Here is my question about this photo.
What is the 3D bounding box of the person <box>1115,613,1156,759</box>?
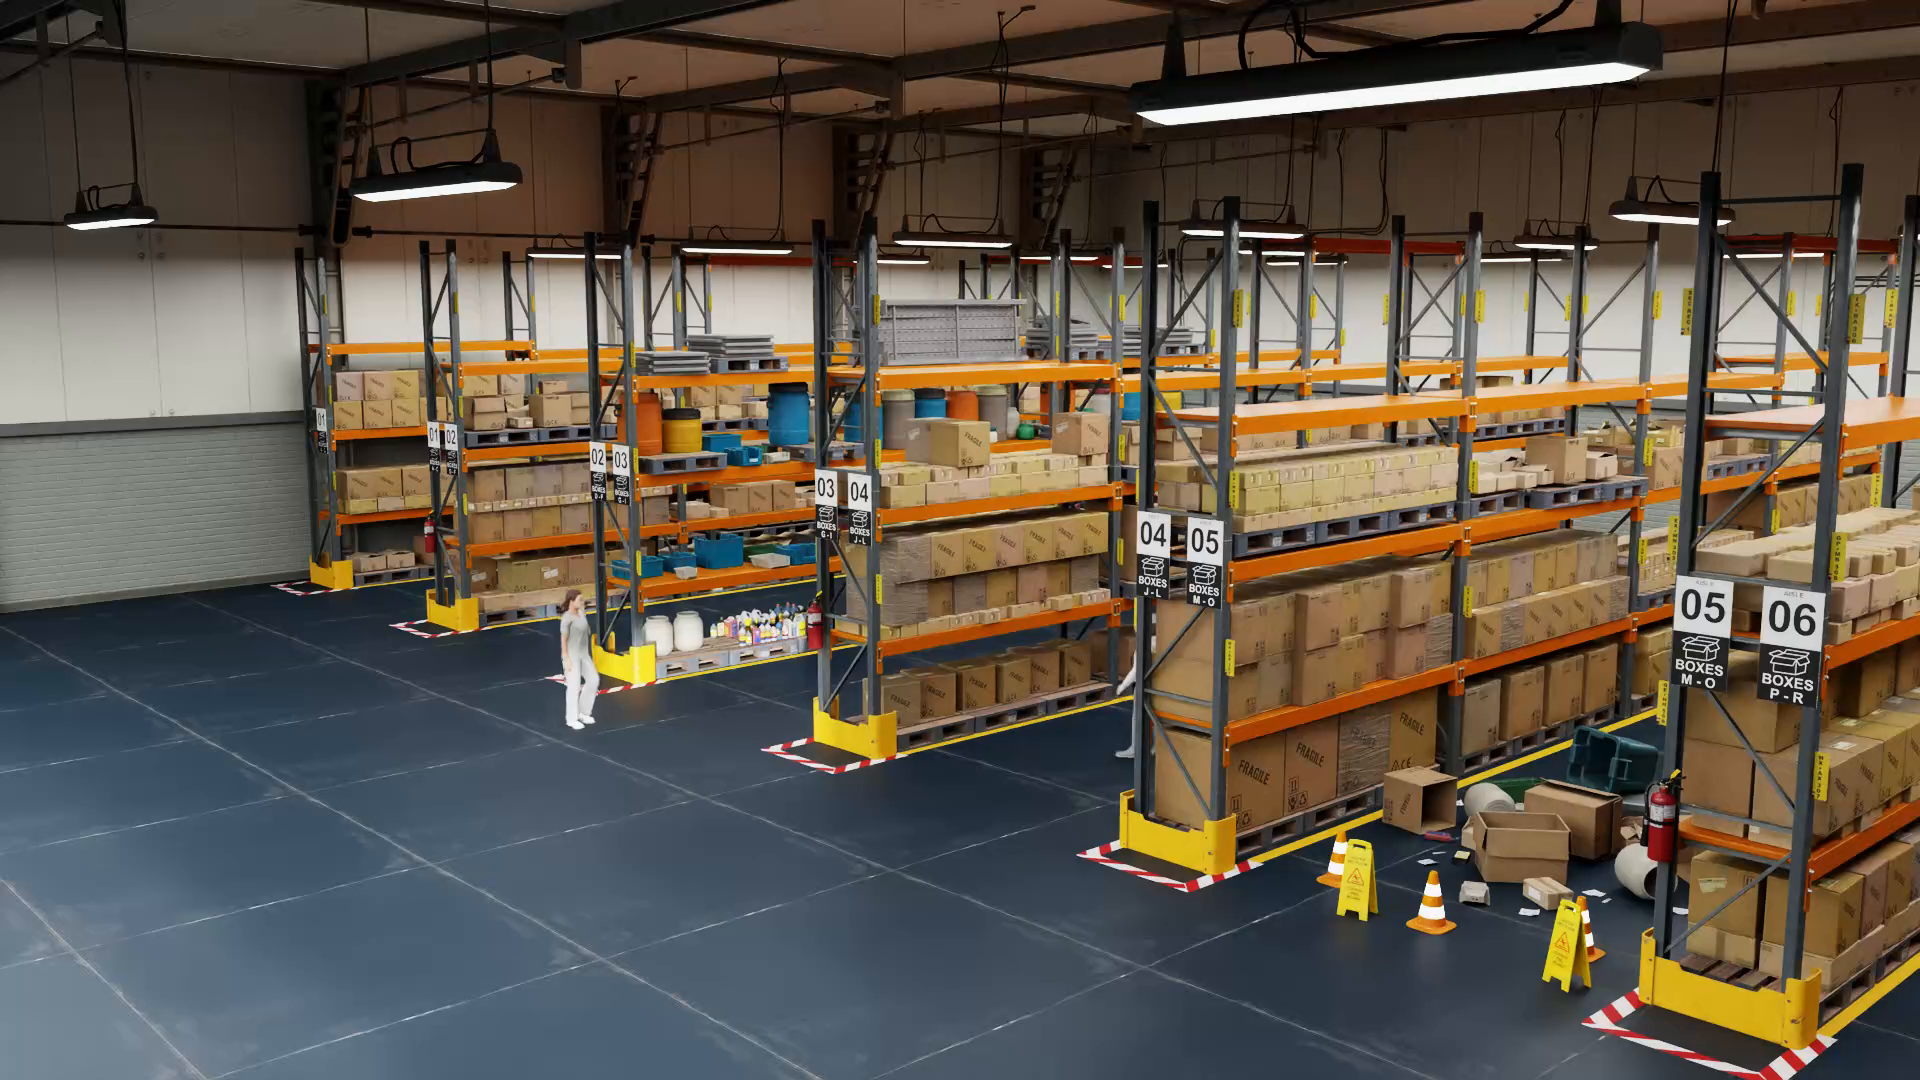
[{"bbox_3d":[2.024,1.632,18.565,0.572,1.665,0.537,3,9,22],"label":"person"}]

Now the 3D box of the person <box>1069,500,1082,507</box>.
[{"bbox_3d":[2.282,-0.403,32.471,0.940,1.724,0.629,-8,12,-43],"label":"person"}]

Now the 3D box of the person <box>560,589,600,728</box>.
[{"bbox_3d":[-4.631,1.442,20.029,0.367,1.710,0.531,3,9,22],"label":"person"}]
